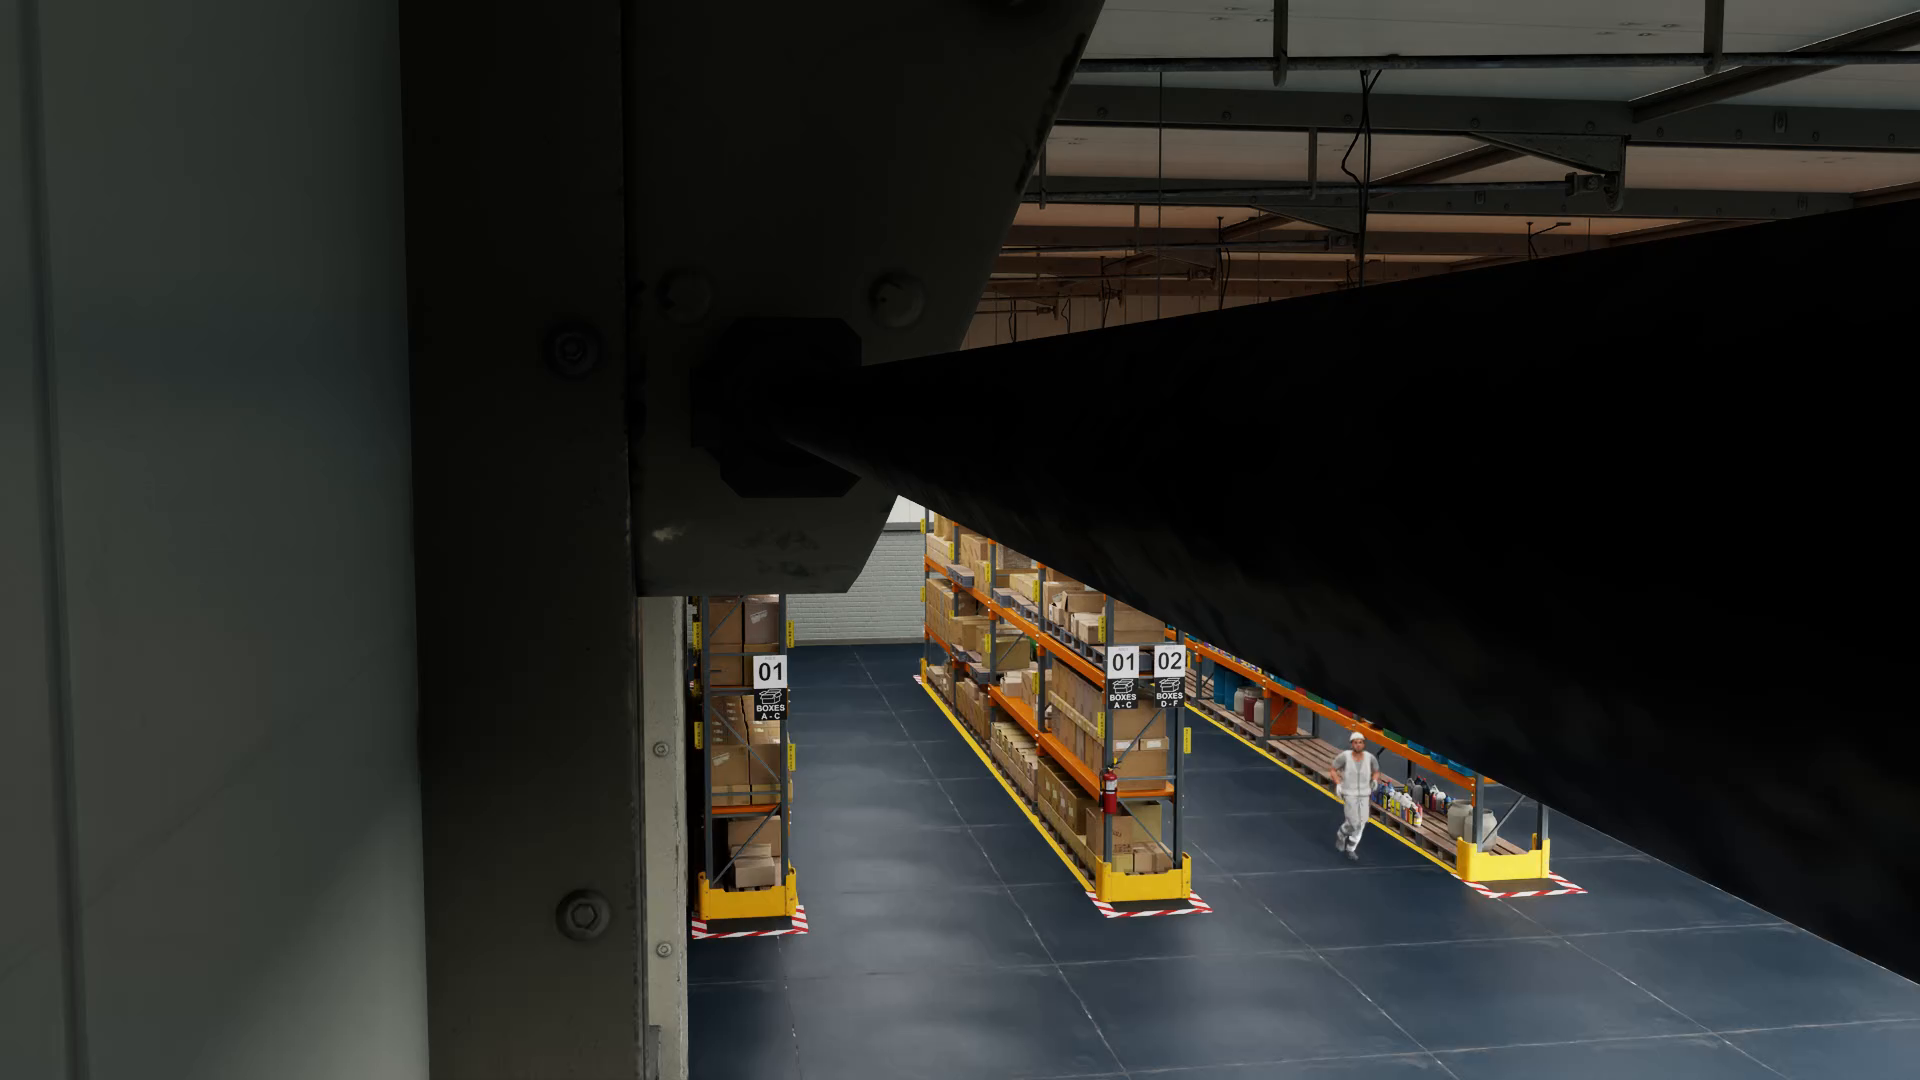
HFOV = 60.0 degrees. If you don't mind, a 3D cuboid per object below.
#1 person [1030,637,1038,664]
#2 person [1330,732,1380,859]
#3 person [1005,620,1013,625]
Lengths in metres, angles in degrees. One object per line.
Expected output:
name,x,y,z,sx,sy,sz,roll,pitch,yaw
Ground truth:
person,1.614,2.015,36.252,0.653,1.797,0.941,-2,5,-20
person,5.392,3.473,22.551,0.638,1.748,0.606,0,5,-4
person,1.217,2.032,37.310,0.496,1.674,0.662,4,6,37
